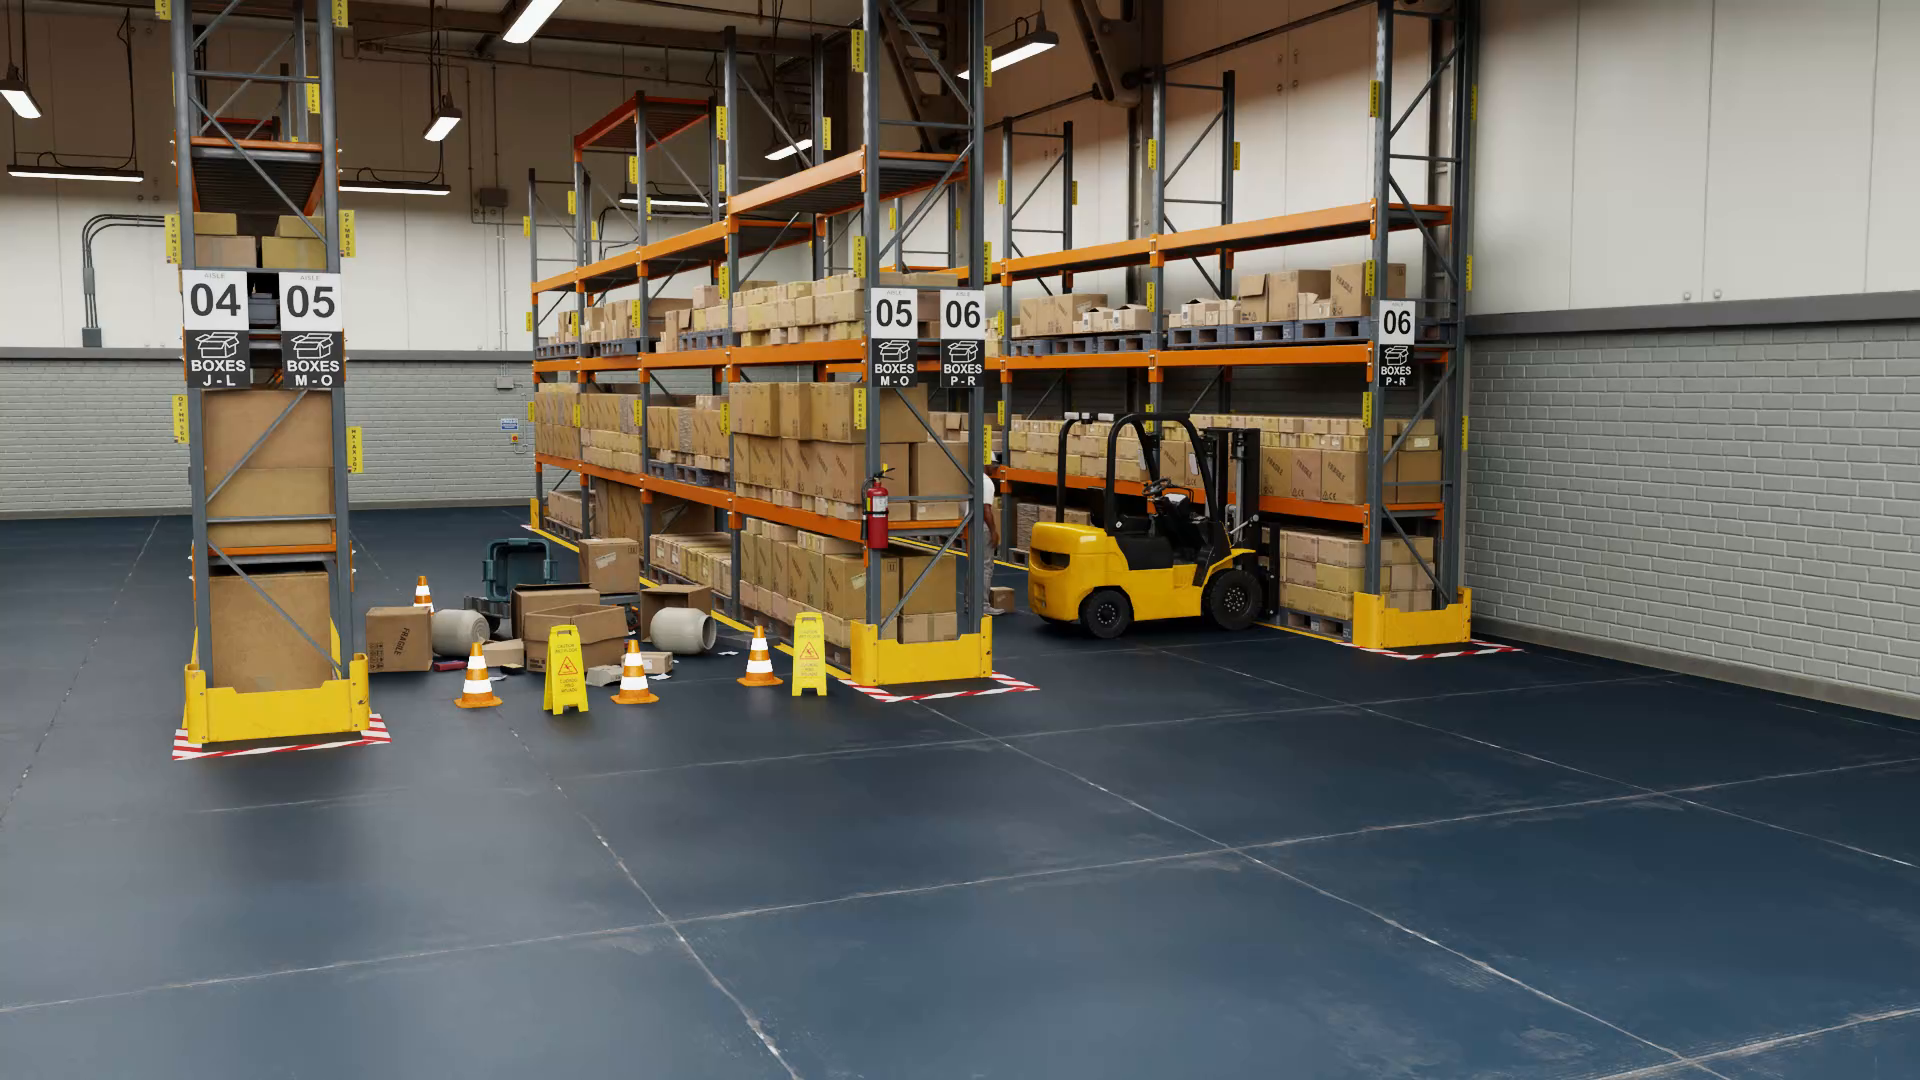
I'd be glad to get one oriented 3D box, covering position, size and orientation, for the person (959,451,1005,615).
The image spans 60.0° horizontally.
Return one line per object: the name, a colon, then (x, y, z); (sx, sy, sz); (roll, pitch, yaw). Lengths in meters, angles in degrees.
person: (0.214, -0.094, 17.674); (0.459, 1.760, 0.630); (-3, 6, -27)
